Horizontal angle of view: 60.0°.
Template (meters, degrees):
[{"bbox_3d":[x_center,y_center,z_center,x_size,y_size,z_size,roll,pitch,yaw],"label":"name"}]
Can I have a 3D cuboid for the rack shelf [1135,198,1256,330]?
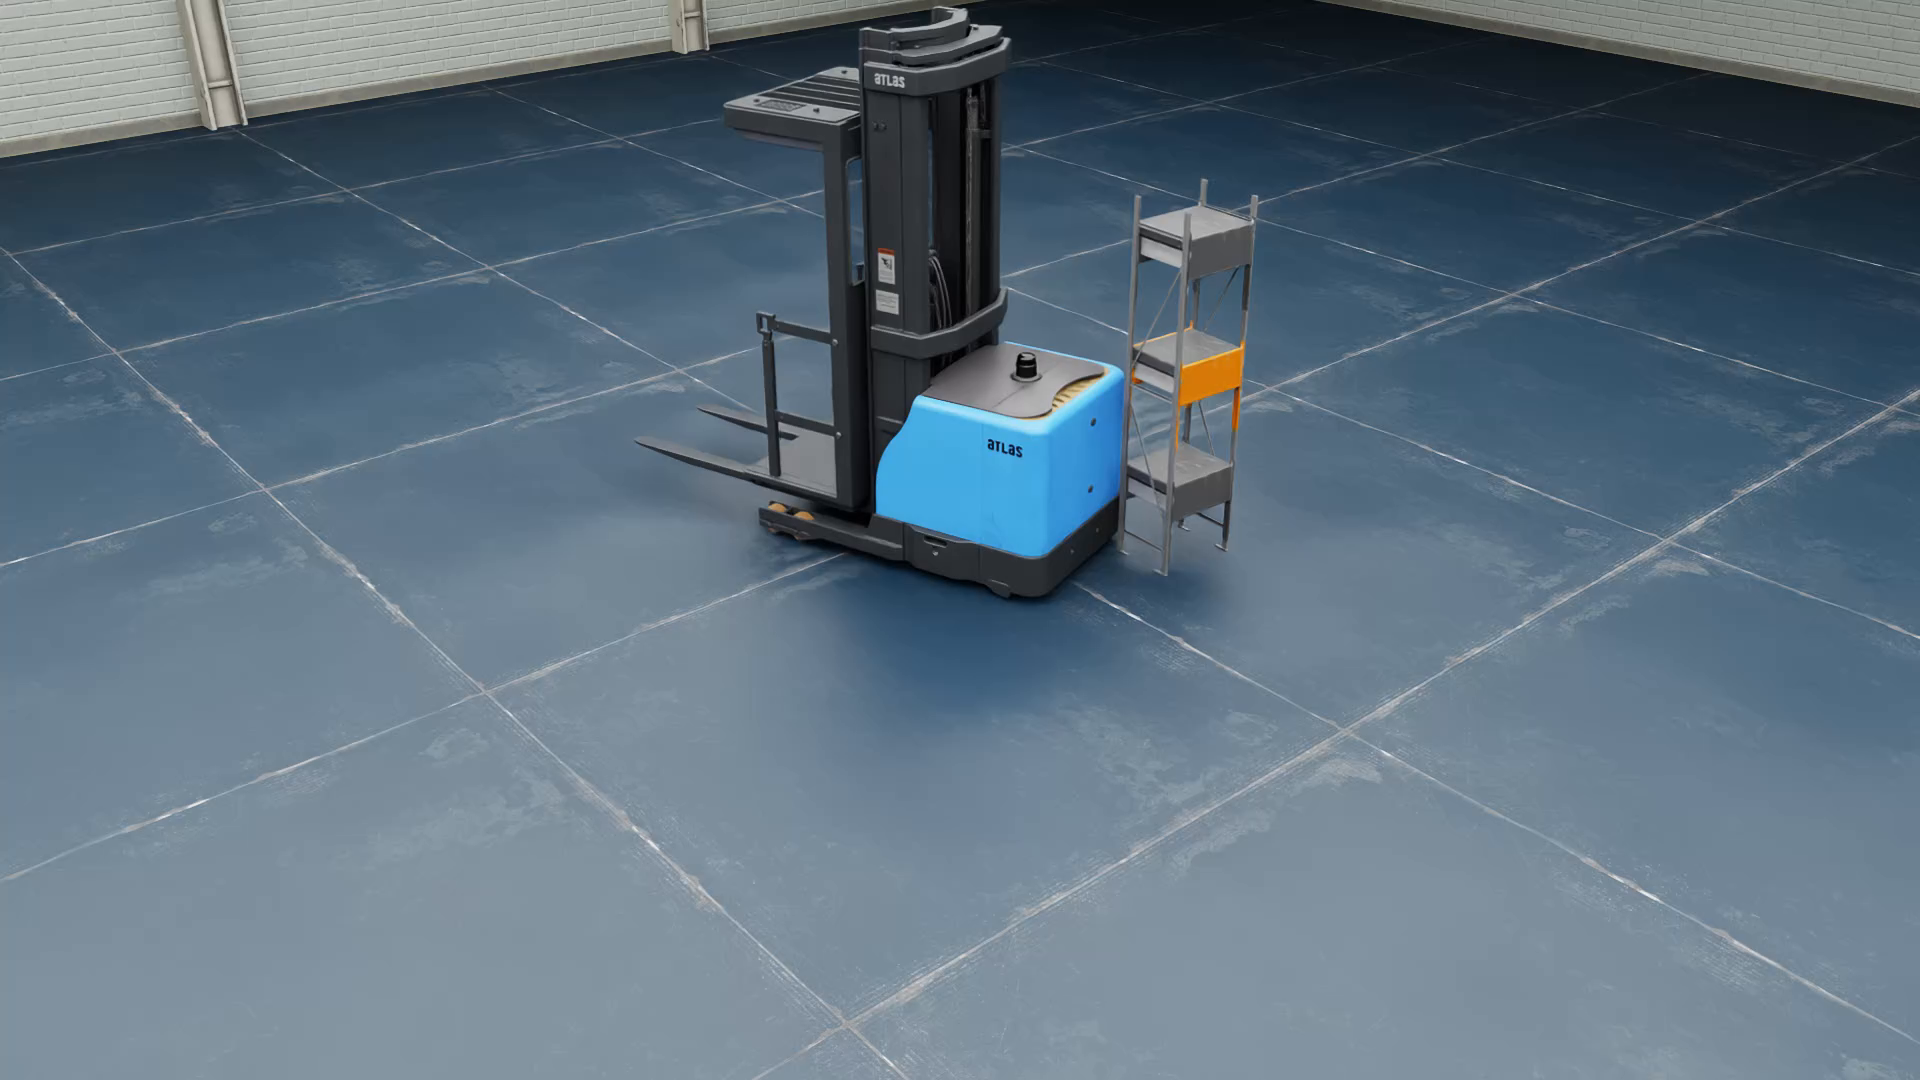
[{"bbox_3d":[1.230,-1.468,8.813,0.480,0.518,0.431,-20,34,-33],"label":"rack shelf"}]

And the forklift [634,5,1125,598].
[{"bbox_3d":[-0.589,-1.485,9.418,3.031,2.935,1.130,16,32,28],"label":"forklift"}]

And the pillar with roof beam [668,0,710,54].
[{"bbox_3d":[-0.728,-8.832,16.729,0.400,9.000,9.100,-22,35,-35],"label":"pillar with roof beam"}]

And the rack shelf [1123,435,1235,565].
[{"bbox_3d":[1.229,-0.233,9.473,0.480,0.518,0.431,-20,34,-33],"label":"rack shelf"}]

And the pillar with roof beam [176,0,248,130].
[{"bbox_3d":[-5.293,-6.997,13.295,0.400,9.000,9.100,-22,35,-35],"label":"pillar with roof beam"}]

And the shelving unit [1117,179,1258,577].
[{"bbox_3d":[1.230,-0.863,9.136,0.503,2.100,0.431,-20,34,-33],"label":"shelving unit"}]

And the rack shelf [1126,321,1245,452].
[{"bbox_3d":[1.230,-0.851,9.143,0.480,0.518,0.431,-20,34,-33],"label":"rack shelf"}]

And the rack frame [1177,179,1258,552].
[{"bbox_3d":[1.422,-0.934,9.269,0.015,2.100,0.400,-20,34,-33],"label":"rack frame"}]

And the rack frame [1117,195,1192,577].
[{"bbox_3d":[1.037,-0.792,9.004,0.015,2.100,0.400,-20,34,-33],"label":"rack frame"}]
